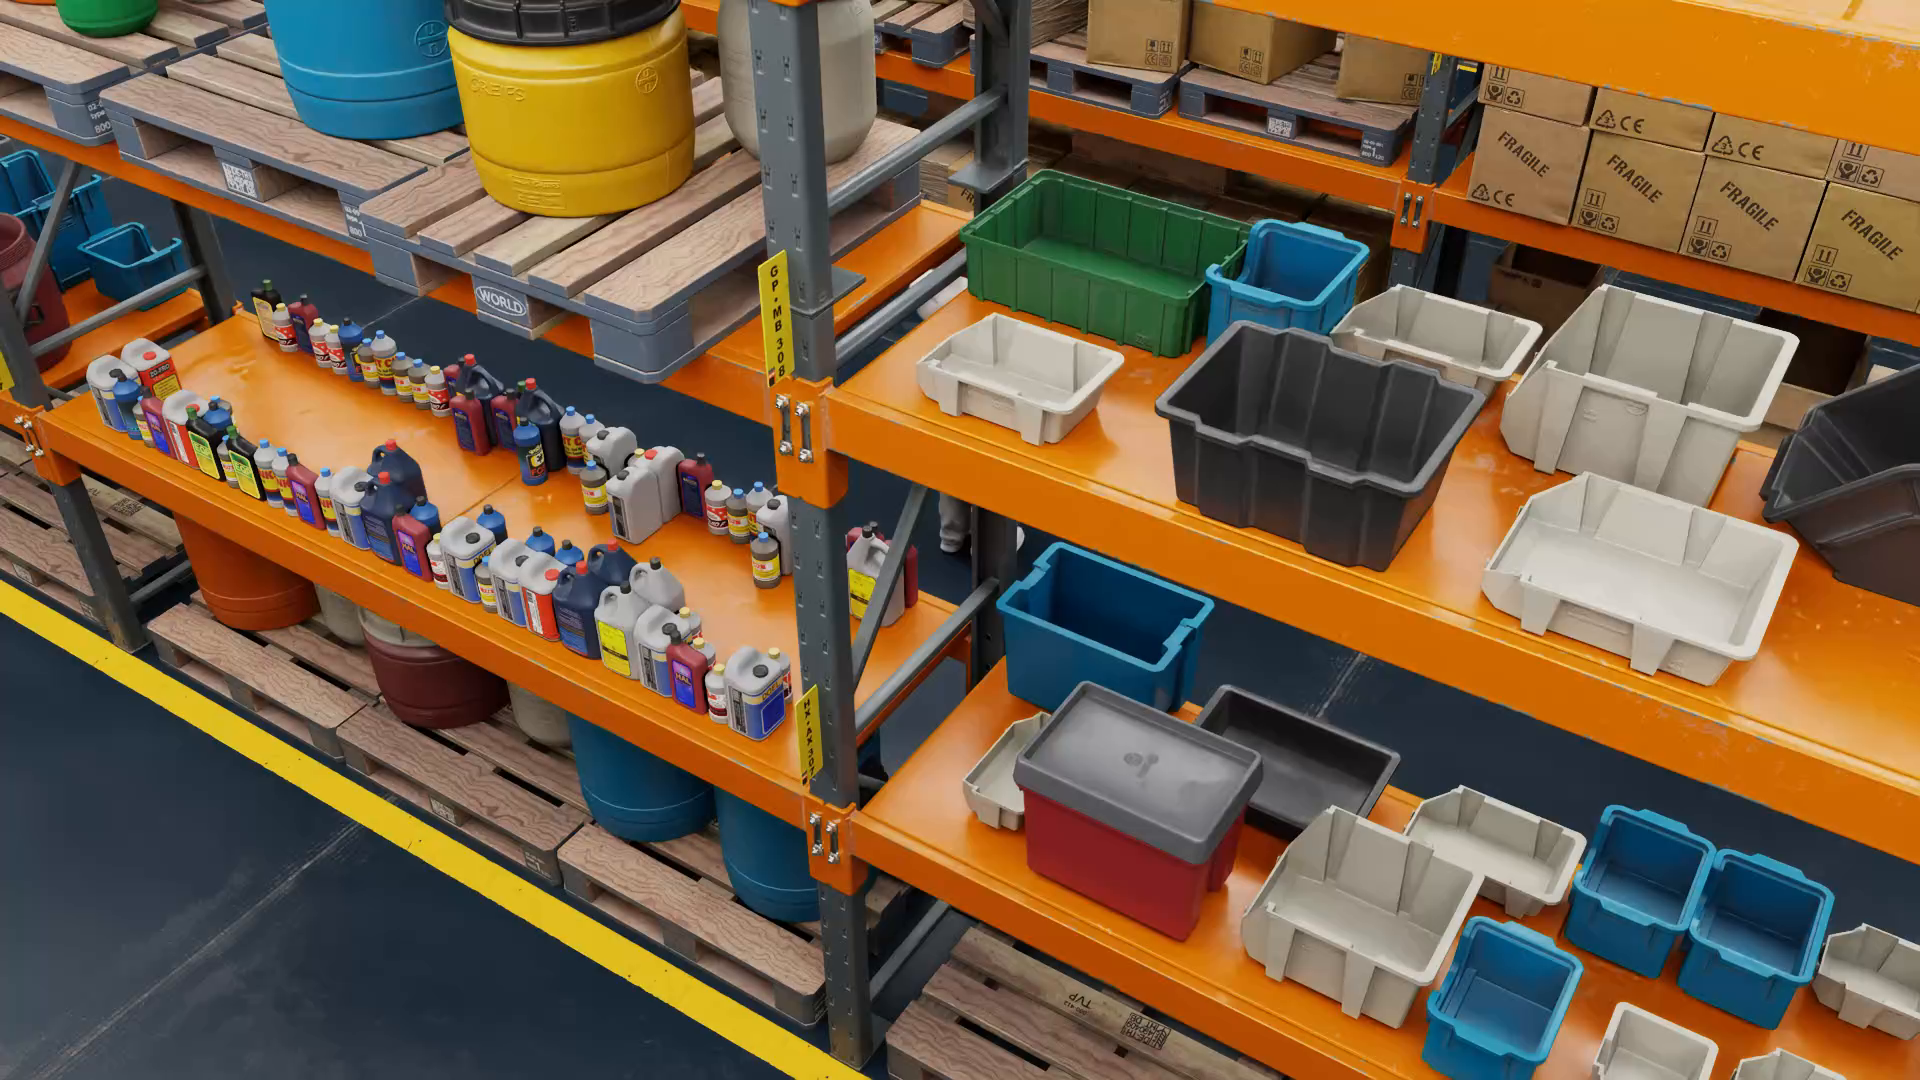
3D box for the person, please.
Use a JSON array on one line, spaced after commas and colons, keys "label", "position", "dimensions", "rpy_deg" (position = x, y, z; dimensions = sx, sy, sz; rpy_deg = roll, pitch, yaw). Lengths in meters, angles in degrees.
[{"label": "person", "position": [0.102, -0.704, 7.603], "dimensions": [0.529, 1.770, 0.563], "rpy_deg": [22, 43, 26]}]
